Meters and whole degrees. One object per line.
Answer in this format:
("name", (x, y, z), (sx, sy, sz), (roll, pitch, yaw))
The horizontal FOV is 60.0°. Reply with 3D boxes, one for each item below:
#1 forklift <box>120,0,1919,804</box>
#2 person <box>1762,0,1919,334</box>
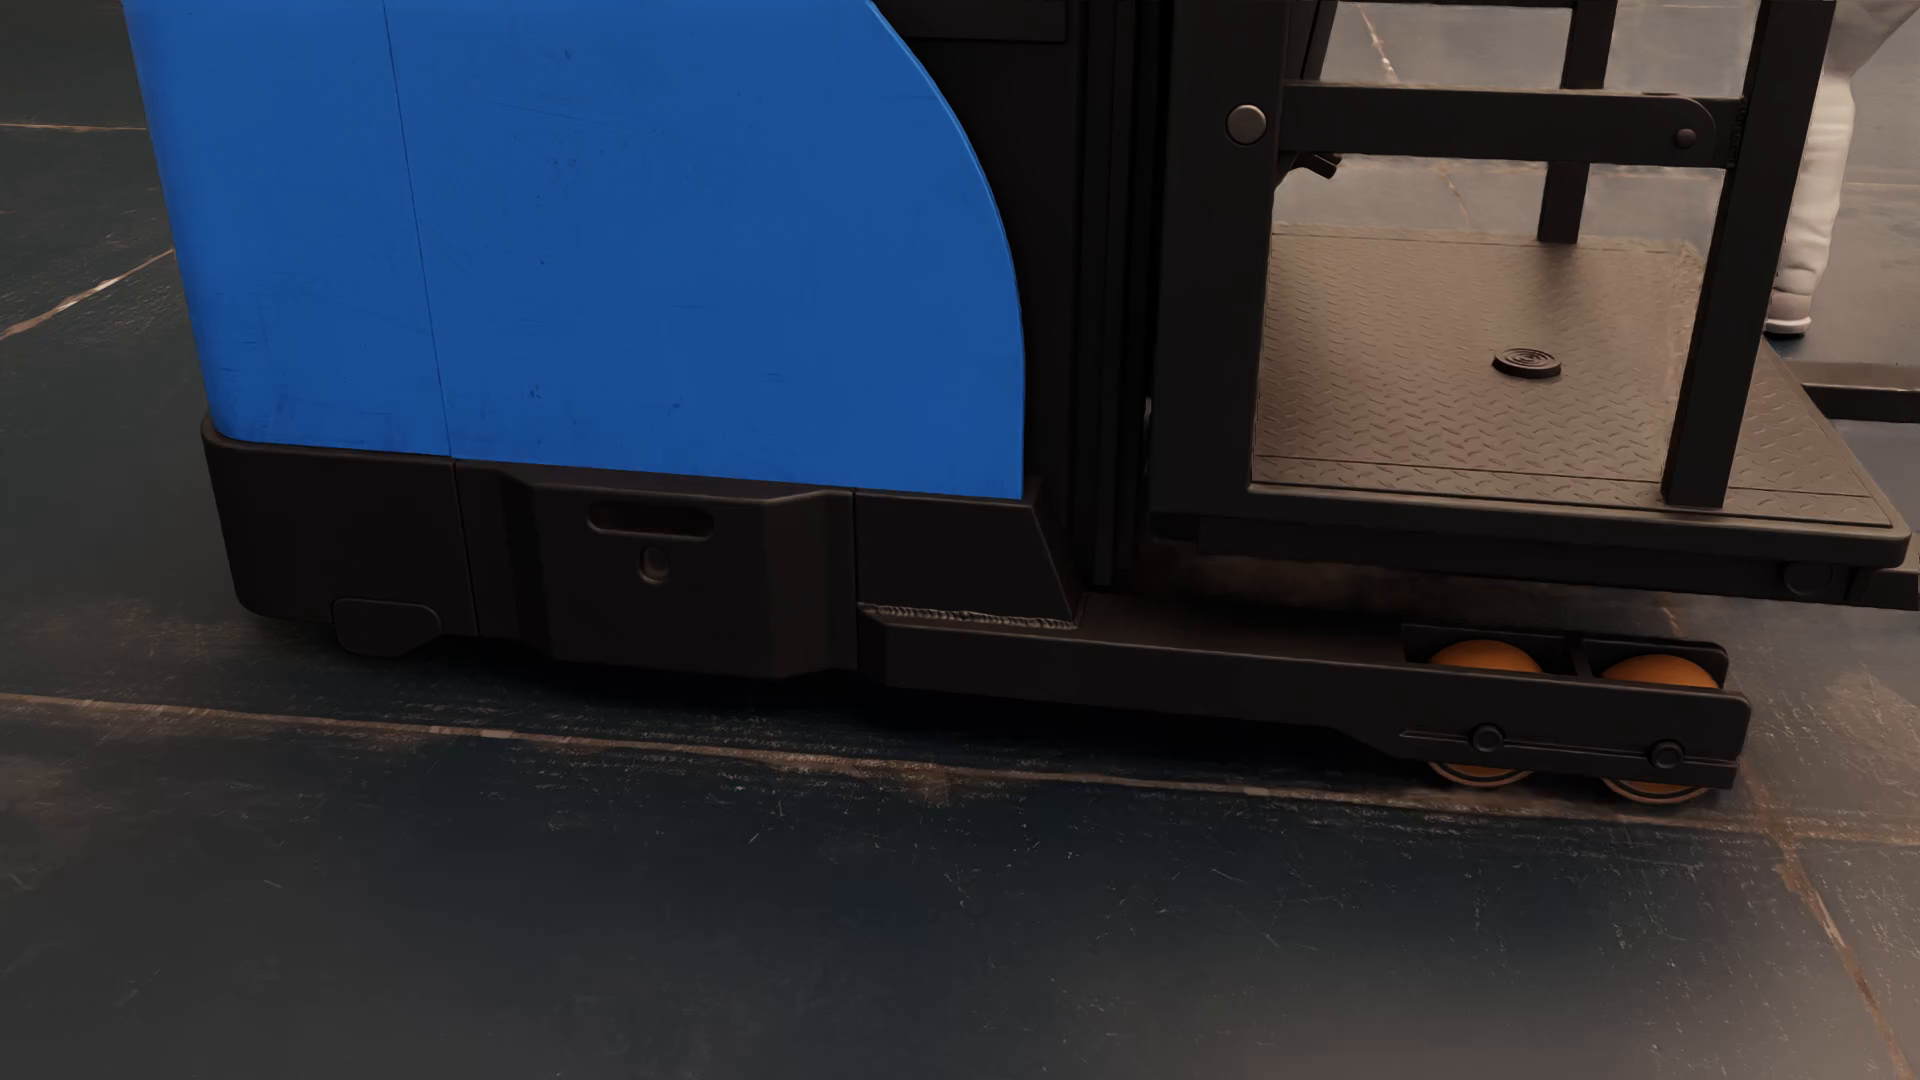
("forklift", (0.604, -1.268, 1.758), (3.031, 2.935, 1.130), (4, 27, 9))
("person", (1.917, -1.245, 3.107), (0.925, 1.710, 0.440), (-3, 27, -7))
